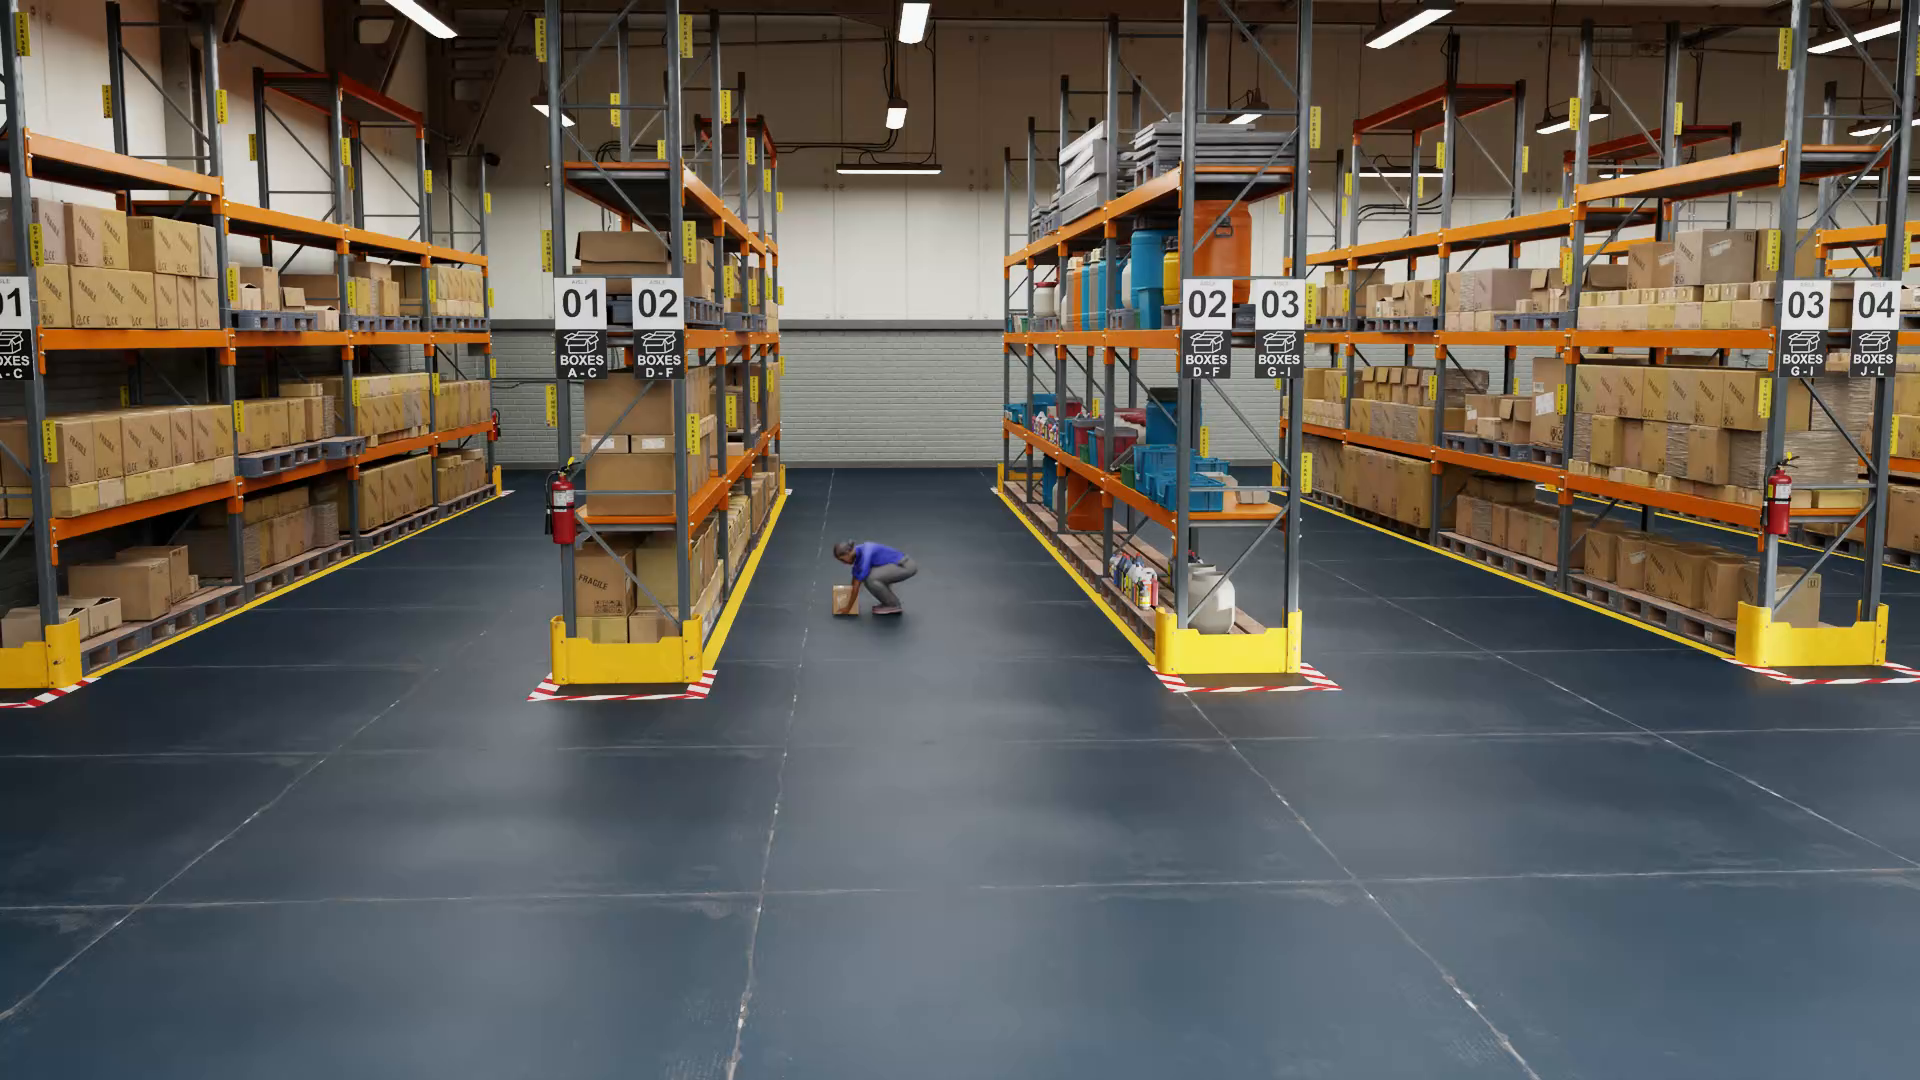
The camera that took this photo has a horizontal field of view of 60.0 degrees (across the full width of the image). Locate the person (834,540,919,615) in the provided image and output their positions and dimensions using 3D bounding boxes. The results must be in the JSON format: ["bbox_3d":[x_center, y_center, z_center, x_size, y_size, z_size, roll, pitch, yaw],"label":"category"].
[{"bbox_3d":[-0.839,0.368,16.631,0.846,0.759,0.440,-1,7,-5],"label":"person"}]
